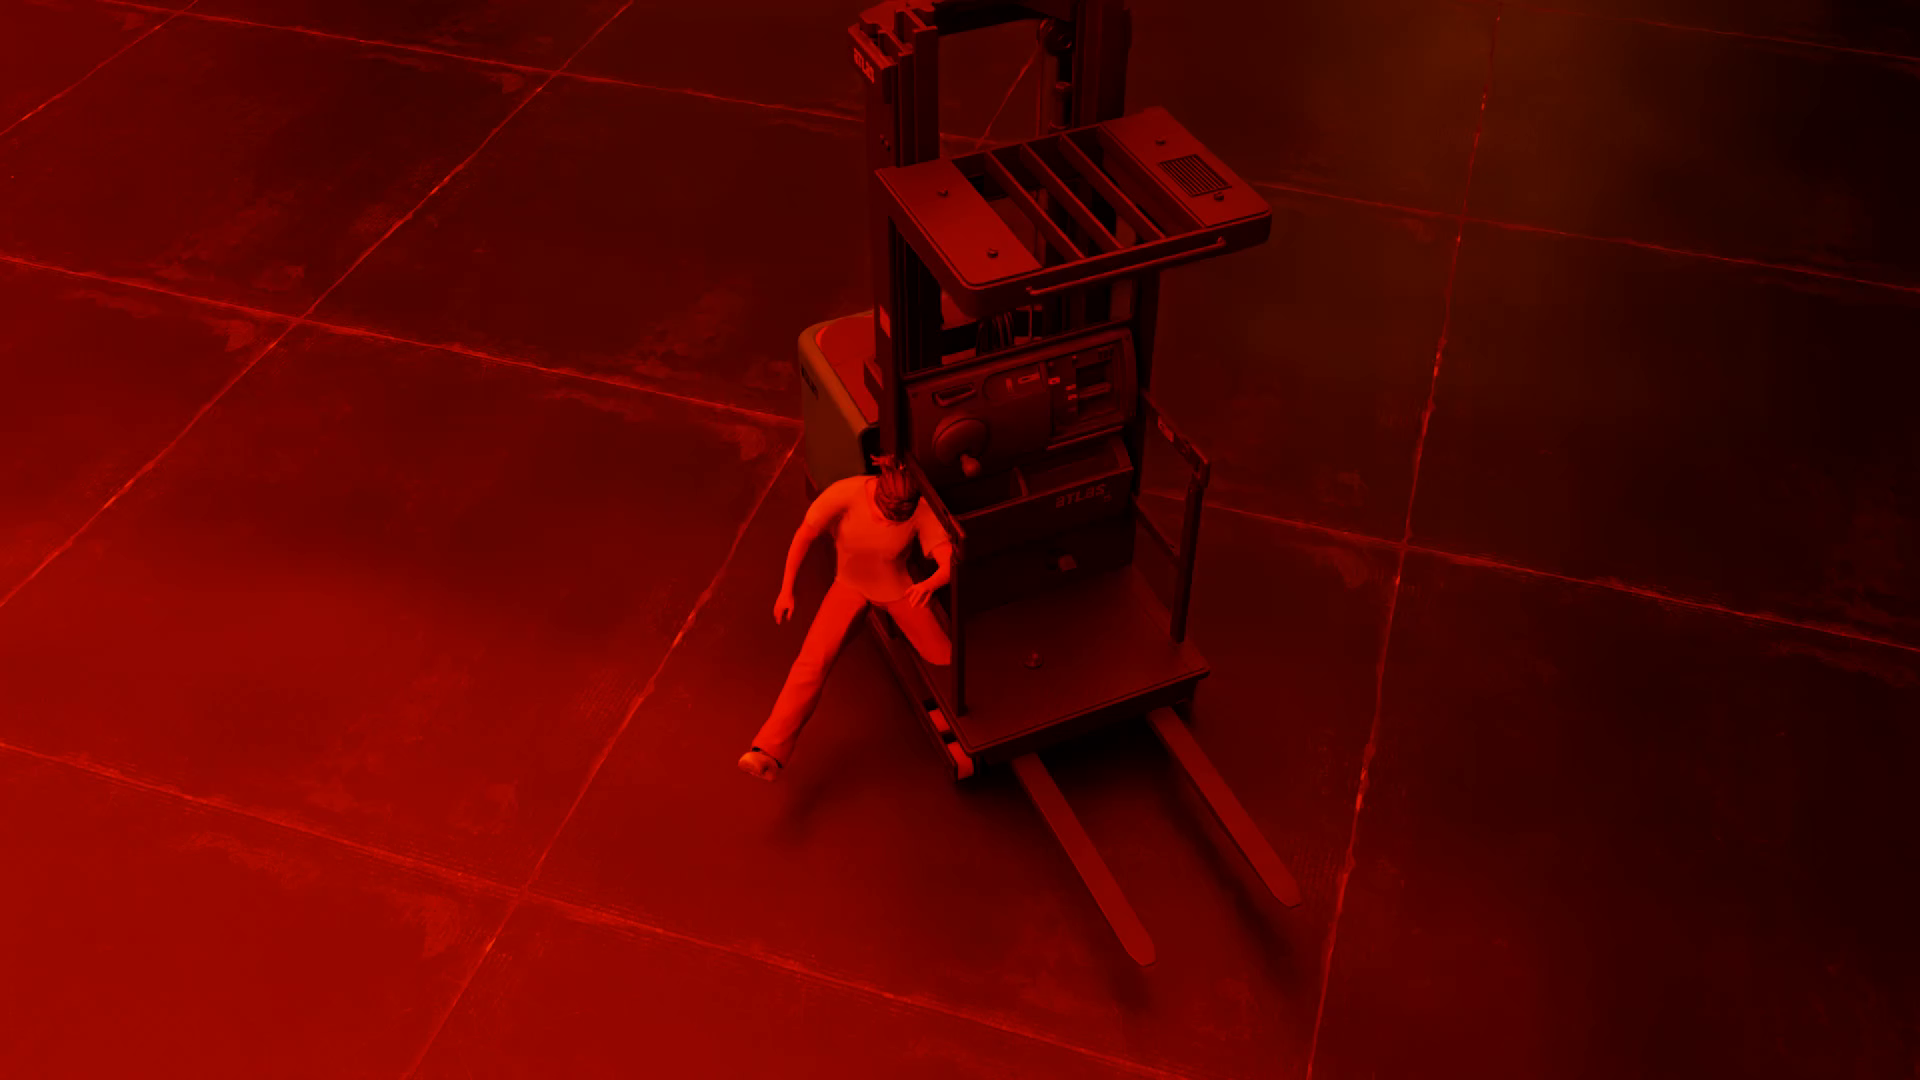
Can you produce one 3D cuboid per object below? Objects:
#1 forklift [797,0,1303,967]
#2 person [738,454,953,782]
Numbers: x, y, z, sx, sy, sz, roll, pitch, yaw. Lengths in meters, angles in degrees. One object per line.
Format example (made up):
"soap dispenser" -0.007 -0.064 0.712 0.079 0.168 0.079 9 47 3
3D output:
"forklift" 0.335 -0.431 6.152 1.130 2.935 3.031 -17 46 -17
"person" -0.301 0.313 6.513 0.925 1.307 1.158 7 43 7
